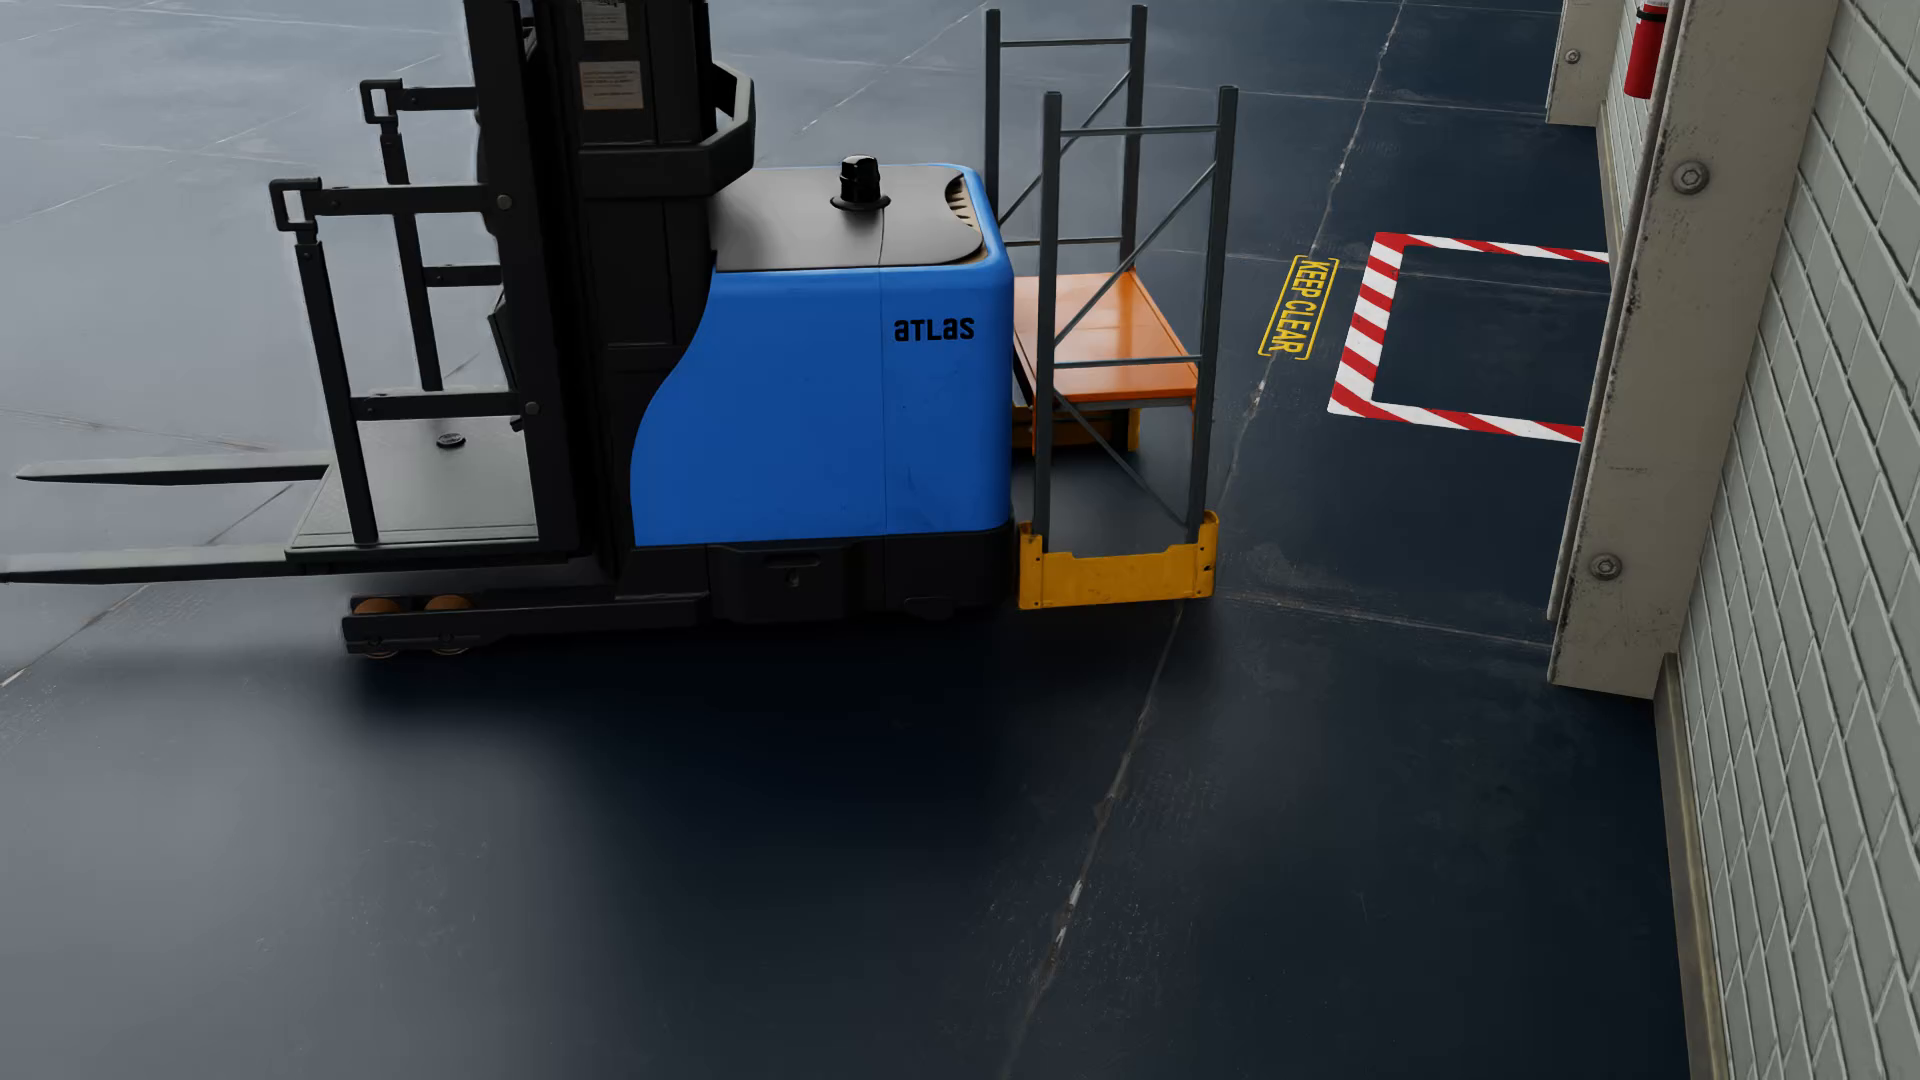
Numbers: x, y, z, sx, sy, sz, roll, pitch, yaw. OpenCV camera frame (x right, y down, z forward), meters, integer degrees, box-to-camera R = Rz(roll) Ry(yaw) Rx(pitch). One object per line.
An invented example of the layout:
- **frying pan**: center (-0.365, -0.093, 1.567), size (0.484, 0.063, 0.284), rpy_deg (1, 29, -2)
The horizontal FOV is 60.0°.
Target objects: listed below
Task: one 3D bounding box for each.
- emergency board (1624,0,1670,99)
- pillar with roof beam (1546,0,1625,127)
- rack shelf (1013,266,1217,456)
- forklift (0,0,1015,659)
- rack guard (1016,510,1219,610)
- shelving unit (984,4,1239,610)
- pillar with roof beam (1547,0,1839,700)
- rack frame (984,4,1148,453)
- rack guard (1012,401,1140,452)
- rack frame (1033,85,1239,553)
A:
- **emergency board**: center (2.575, -2.133, 6.000), size (0.194, 1.169, 0.643), rpy_deg (8, 30, 15)
- **pillar with roof beam**: center (-0.541, -7.015, 8.603), size (9.100, 9.000, 0.400), rpy_deg (8, 30, 15)
- **rack shelf**: center (0.394, -0.575, 5.111), size (0.538, 0.185, 1.000), rpy_deg (-4, 29, -7)
- **forklift**: center (-1.391, -1.218, 4.424), size (3.031, 2.935, 1.130), rpy_deg (-3, 29, -5)
- **rack guard**: center (0.460, 0.058, 4.888), size (0.587, 0.250, 0.087), rpy_deg (-4, 29, -7)
- **shelving unit**: center (0.395, -0.728, 5.016), size (0.587, 1.500, 1.083), rpy_deg (-4, 29, -7)
- **pillar with roof beam**: center (-2.302, -4.226, 3.591), size (9.100, 9.000, 0.400), rpy_deg (8, 30, 15)
- **rack frame**: center (0.327, -0.977, 5.464), size (0.500, 1.500, 0.032), rpy_deg (-4, 29, -7)
- **rack guard**: center (0.330, -0.422, 5.751), size (0.587, 0.250, 0.087), rpy_deg (-4, 29, -7)
- **rack frame**: center (0.460, -0.487, 4.583), size (0.500, 1.500, 0.032), rpy_deg (-4, 29, -7)
